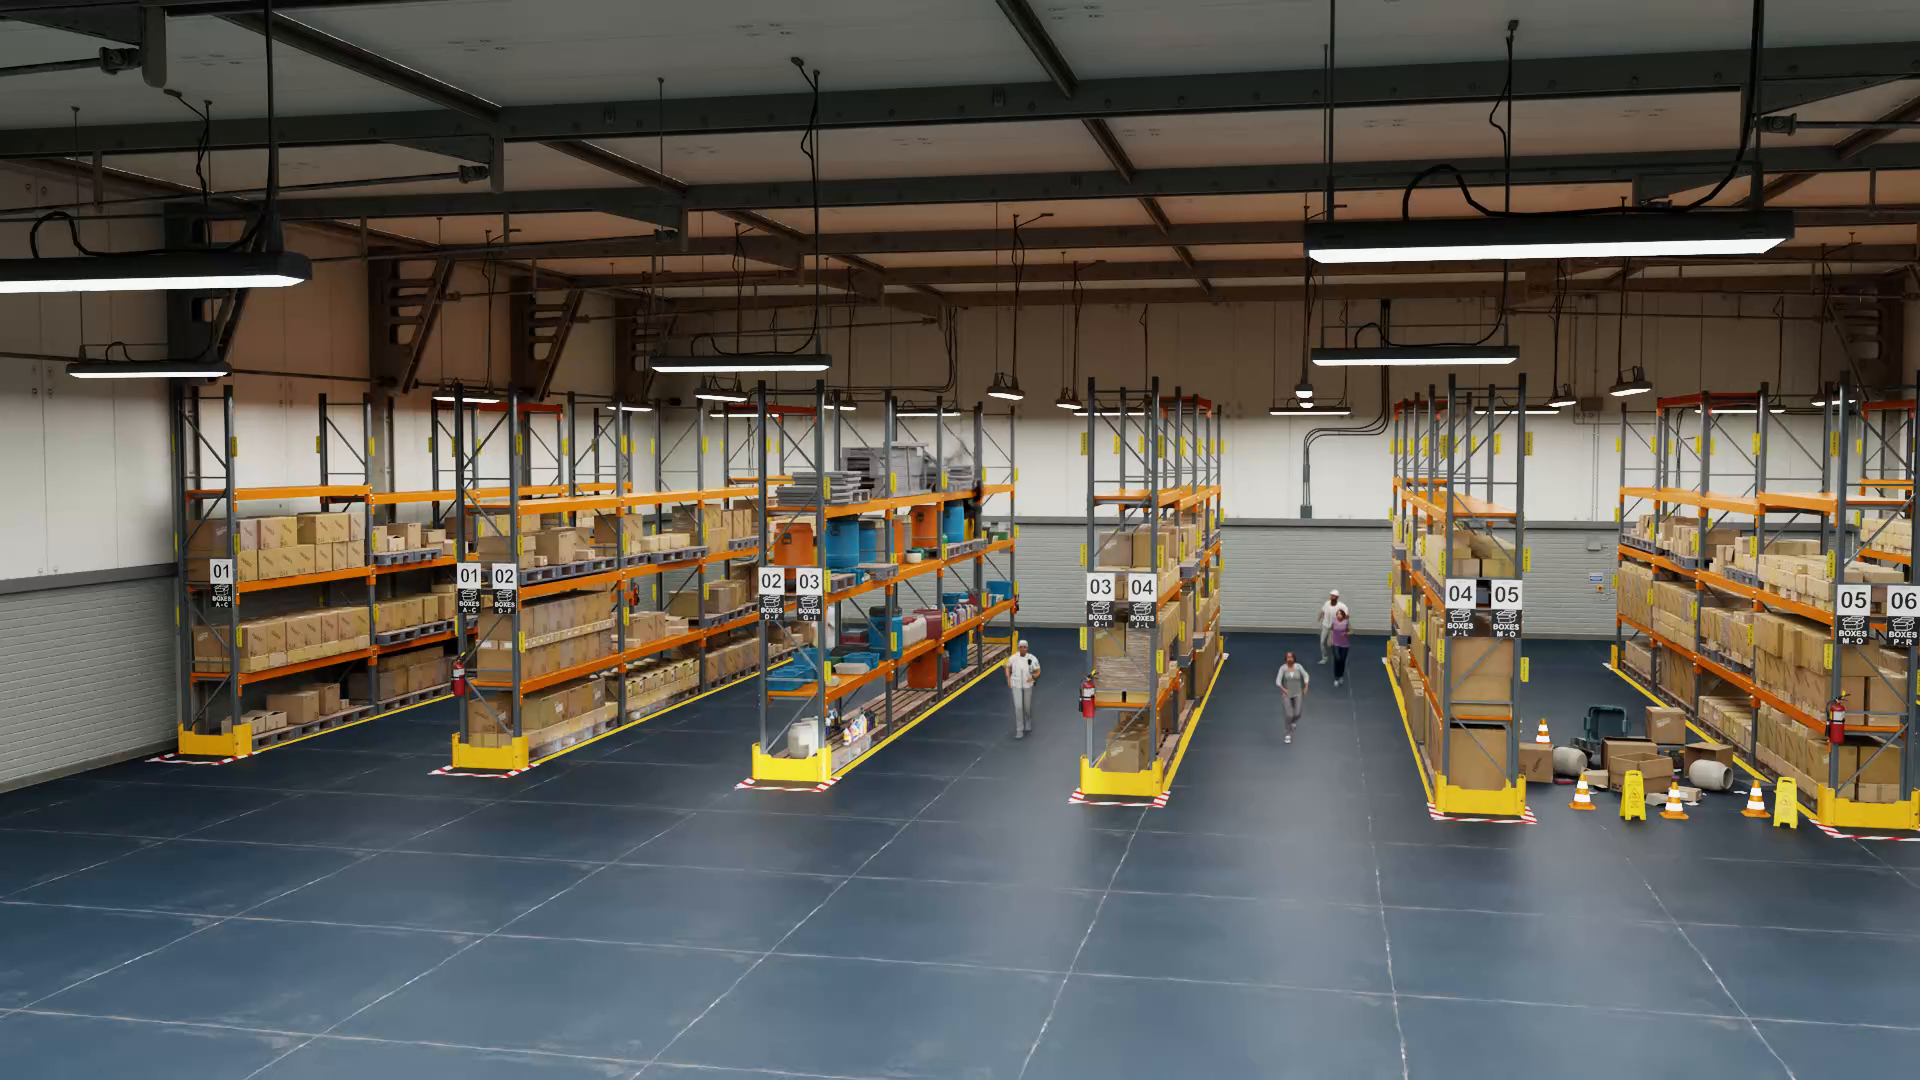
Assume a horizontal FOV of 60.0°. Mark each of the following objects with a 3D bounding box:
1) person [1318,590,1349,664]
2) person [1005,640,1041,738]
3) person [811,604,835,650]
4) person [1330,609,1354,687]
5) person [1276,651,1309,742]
[{"bbox_3d":[8.640,2.006,38.461,0.640,1.712,0.737,-3,4,-45],"label":"person"},{"bbox_3d":[1.088,2.557,28.868,0.627,1.658,0.807,0,3,3],"label":"person"},{"bbox_3d":[-2.919,2.159,35.963,0.699,1.765,0.758,0,3,5],"label":"person"},{"bbox_3d":[8.002,2.261,34.885,0.509,1.650,0.719,1,3,15],"label":"person"},{"bbox_3d":[5.626,2.657,28.149,0.566,1.558,0.602,0,3,7],"label":"person"}]
